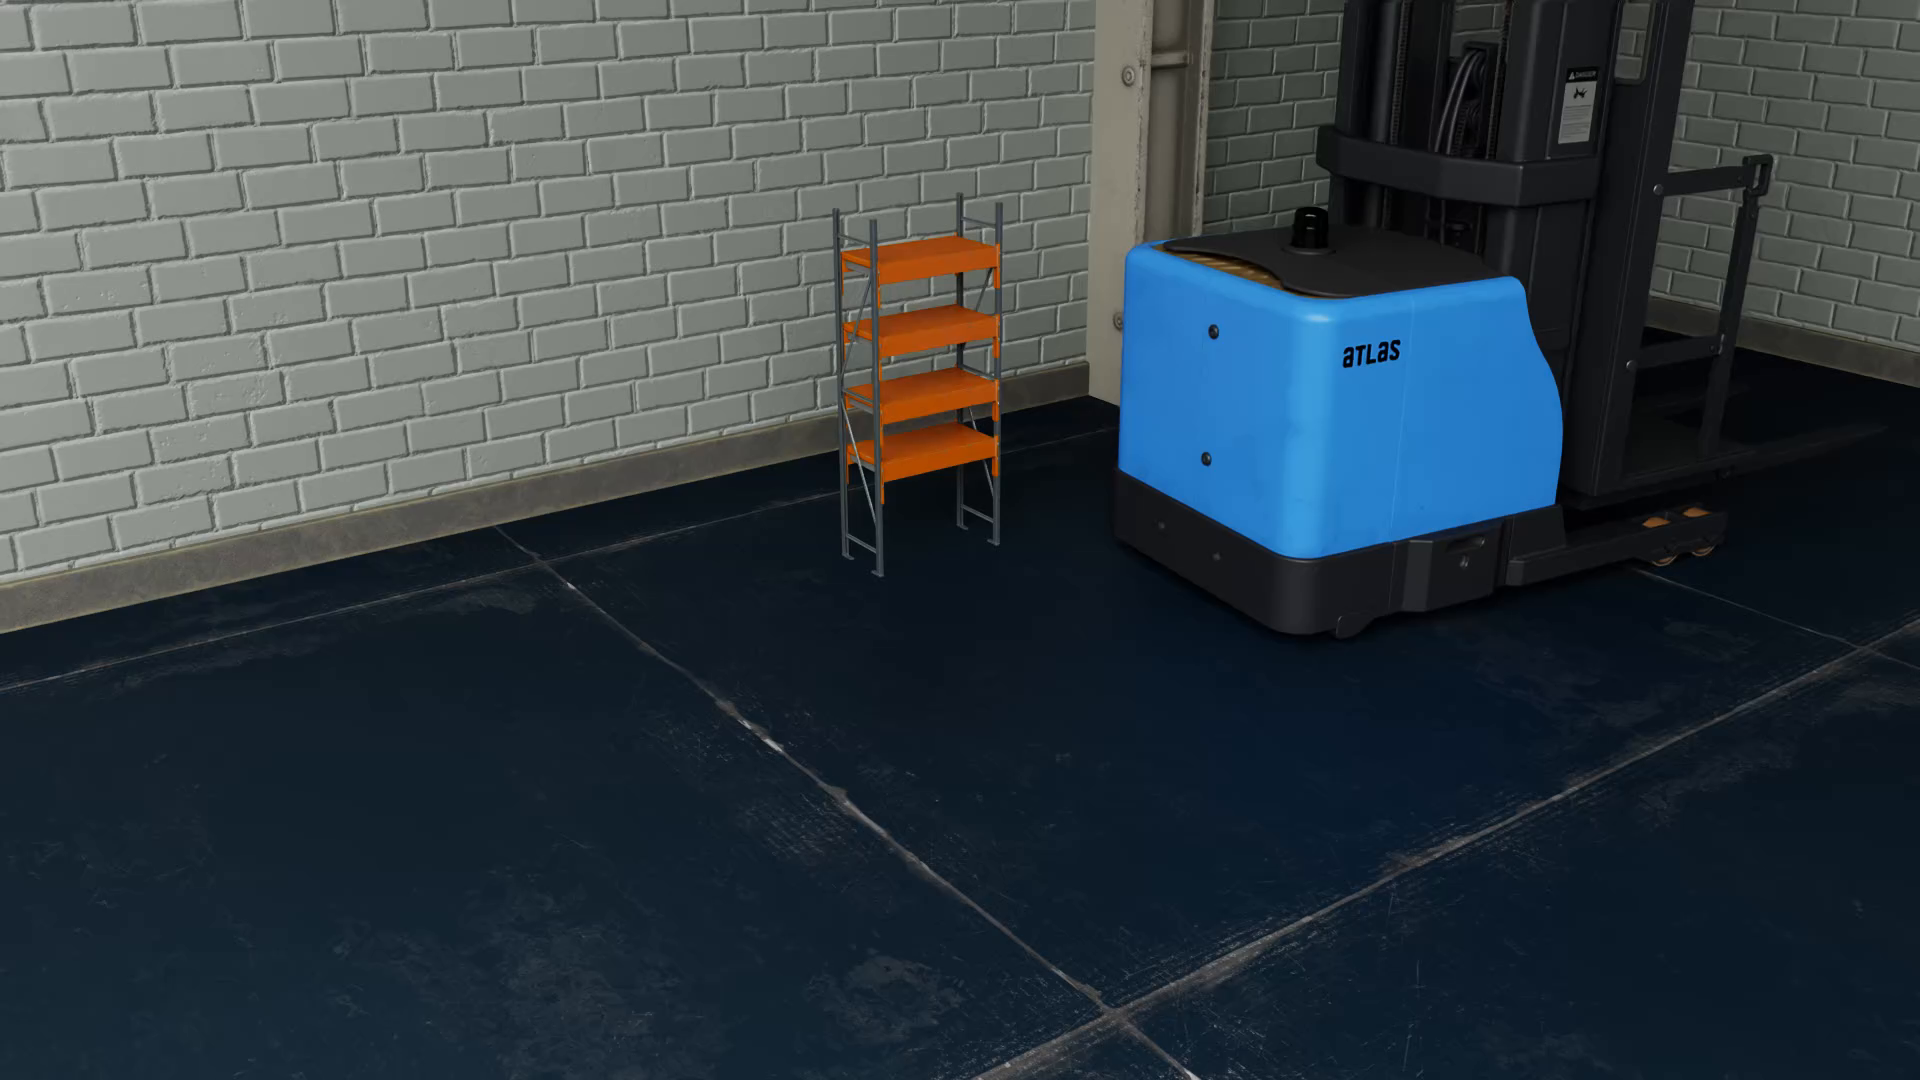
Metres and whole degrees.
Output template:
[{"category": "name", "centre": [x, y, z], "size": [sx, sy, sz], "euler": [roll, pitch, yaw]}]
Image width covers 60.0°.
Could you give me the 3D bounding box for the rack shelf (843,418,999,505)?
[{"category": "rack shelf", "centre": [-0.134, -0.275, 5.683], "size": [0.480, 0.148, 0.258], "euler": [-15, 26, -33]}]

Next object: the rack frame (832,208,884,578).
[{"category": "rack frame", "centre": [-0.332, -0.469, 5.452], "size": [0.015, 1.200, 0.240], "euler": [-15, 26, -33]}]

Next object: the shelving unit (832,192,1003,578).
[{"category": "shelving unit", "centre": [-0.134, -0.521, 5.584], "size": [0.503, 1.200, 0.258], "euler": [-15, 26, -33]}]

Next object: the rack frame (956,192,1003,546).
[{"category": "rack frame", "centre": [0.064, -0.574, 5.717], "size": [0.015, 1.200, 0.240], "euler": [-15, 26, -33]}]

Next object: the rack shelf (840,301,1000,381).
[{"category": "rack shelf", "centre": [-0.134, -0.667, 5.526], "size": [0.480, 0.148, 0.258], "euler": [-15, 26, -33]}]

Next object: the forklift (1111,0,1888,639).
[{"category": "forklift", "centre": [2.069, -1.431, 5.529], "size": [3.031, 2.935, 1.130], "euler": [-11, 24, -26]}]

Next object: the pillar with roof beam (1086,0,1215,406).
[{"category": "pillar with roof beam", "centre": [3.329, -3.551, 2.653], "size": [0.400, 9.000, 9.100], "euler": [-15, 26, -33]}]

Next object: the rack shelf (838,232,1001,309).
[{"category": "rack shelf", "centre": [-0.134, -0.886, 5.439], "size": [0.480, 0.148, 0.258], "euler": [-15, 26, -33]}]

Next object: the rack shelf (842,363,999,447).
[{"category": "rack shelf", "centre": [-0.134, -0.459, 5.609], "size": [0.480, 0.148, 0.258], "euler": [-15, 26, -33]}]
